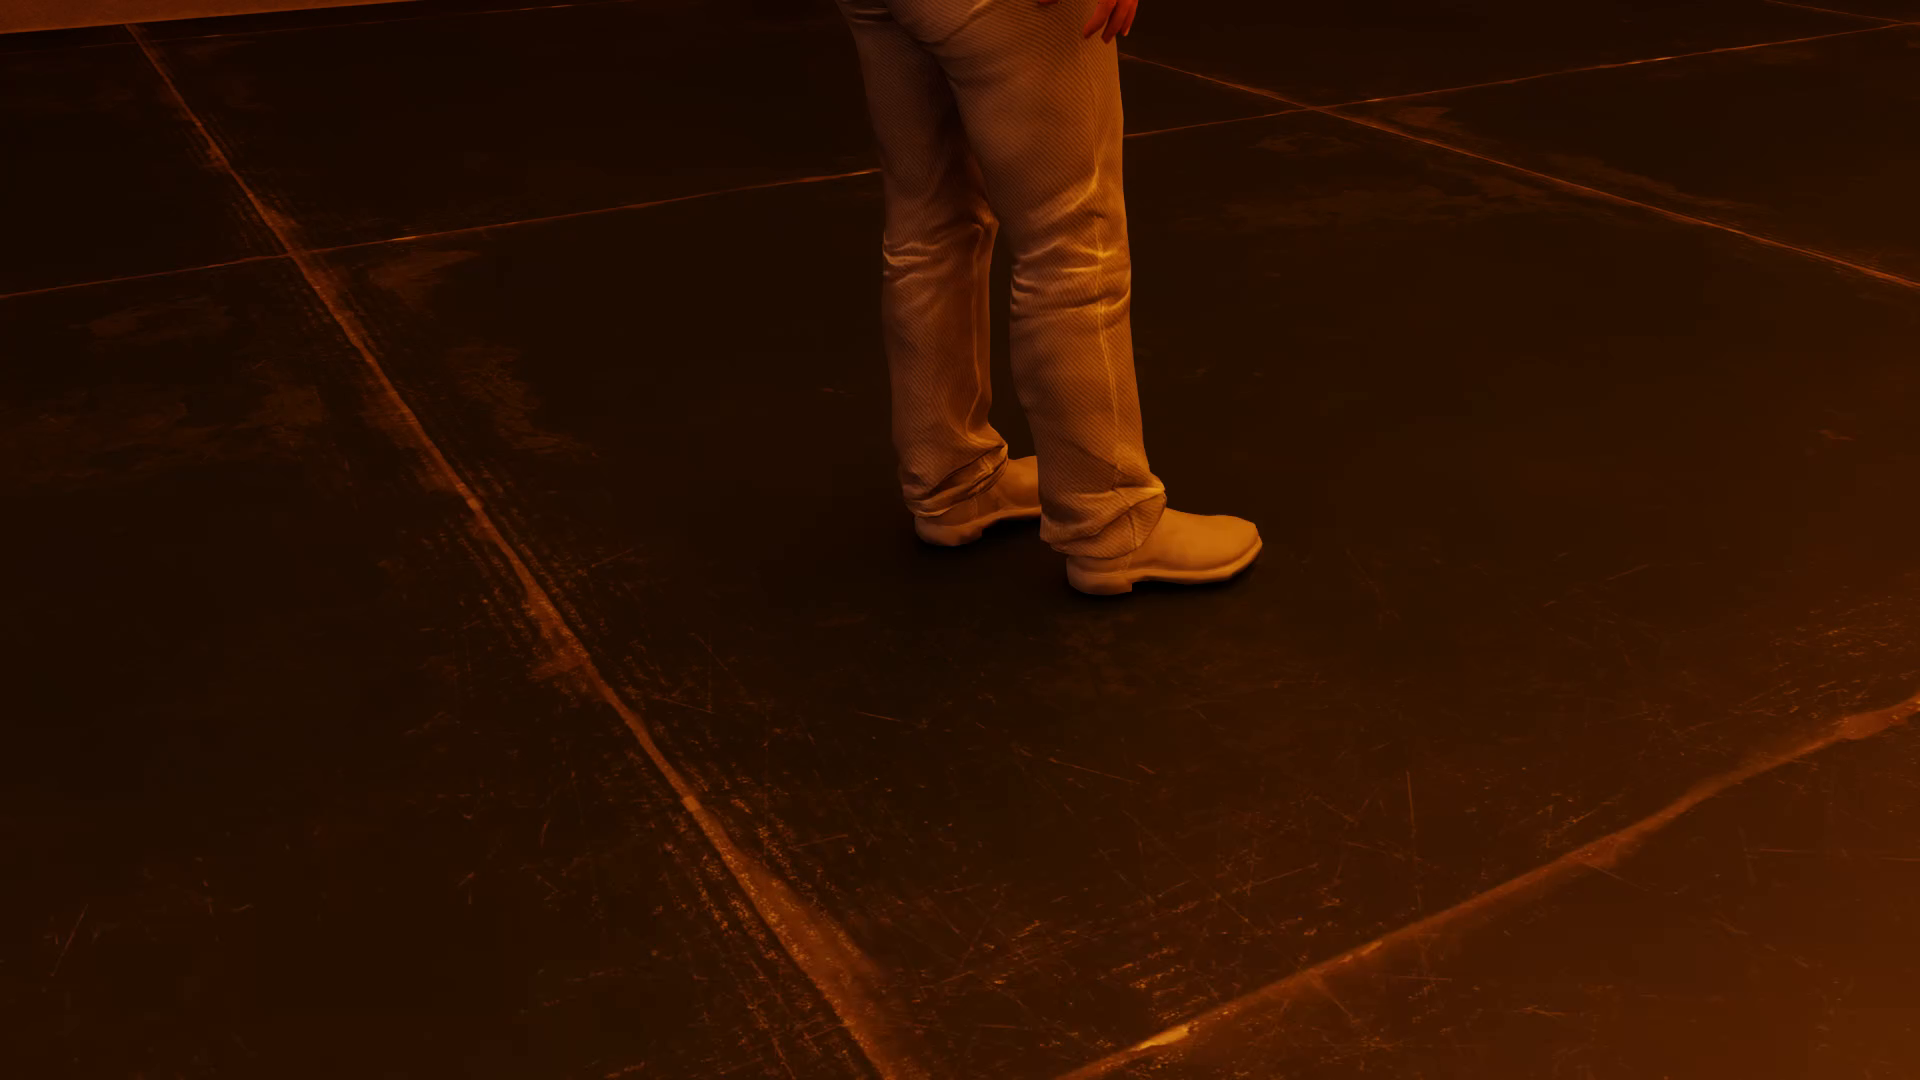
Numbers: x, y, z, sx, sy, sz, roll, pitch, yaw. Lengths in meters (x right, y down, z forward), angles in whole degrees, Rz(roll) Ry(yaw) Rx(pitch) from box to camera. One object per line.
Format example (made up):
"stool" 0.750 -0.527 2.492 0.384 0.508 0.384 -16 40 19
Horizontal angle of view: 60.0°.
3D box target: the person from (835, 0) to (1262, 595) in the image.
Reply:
"person" 0.058 -0.808 2.116 0.568 1.773 0.632 -15 30 -26
